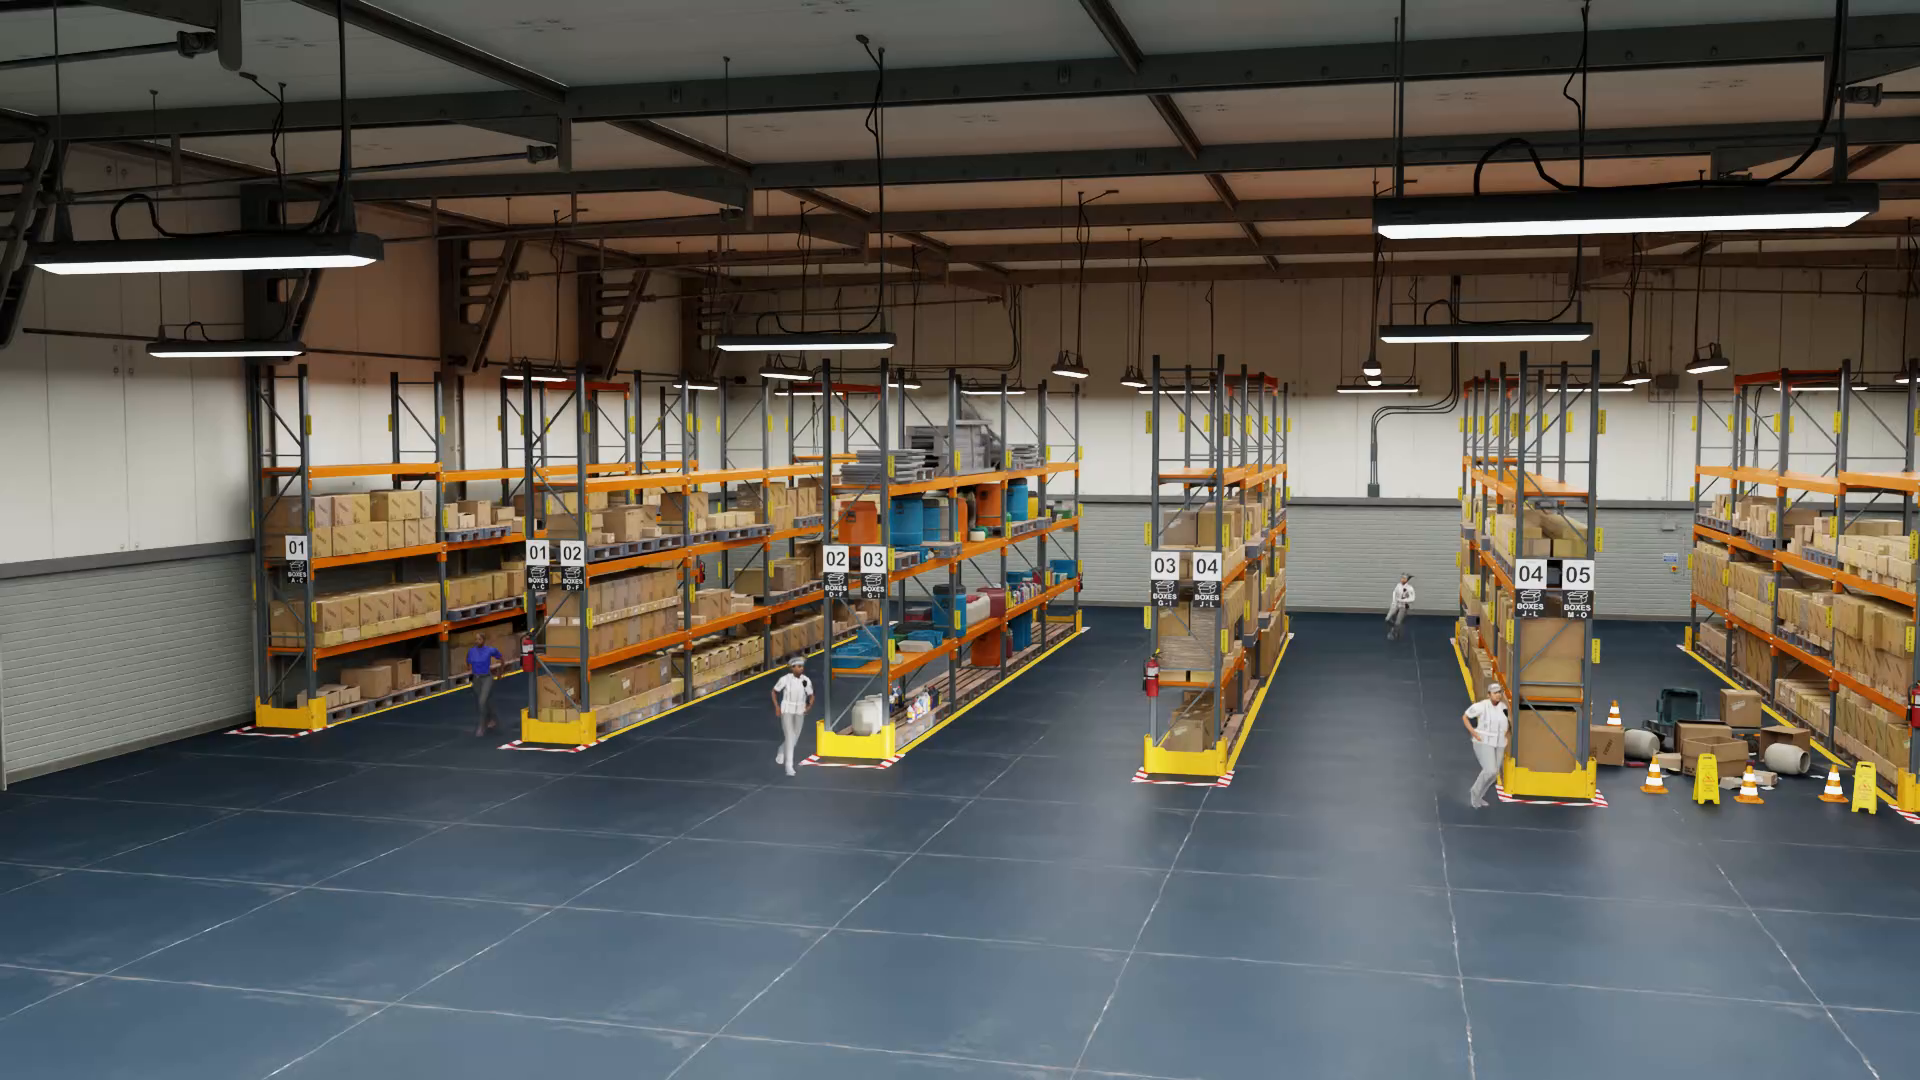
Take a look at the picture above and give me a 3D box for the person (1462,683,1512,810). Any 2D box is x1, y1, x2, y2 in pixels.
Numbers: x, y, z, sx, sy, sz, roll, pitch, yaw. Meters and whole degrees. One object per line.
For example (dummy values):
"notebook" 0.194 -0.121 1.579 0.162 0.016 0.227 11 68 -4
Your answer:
"person" 6.935 2.691 21.687 0.636 1.651 0.560 -1 4 -18

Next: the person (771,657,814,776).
"person" -2.405 2.516 24.087 0.607 1.670 0.705 -2 4 -26

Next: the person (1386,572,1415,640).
"person" 10.193 1.543 38.469 0.558 1.608 0.702 -3 5 -41

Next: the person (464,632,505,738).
"person" -7.739 2.325 27.017 0.603 1.687 0.875 1 4 13
